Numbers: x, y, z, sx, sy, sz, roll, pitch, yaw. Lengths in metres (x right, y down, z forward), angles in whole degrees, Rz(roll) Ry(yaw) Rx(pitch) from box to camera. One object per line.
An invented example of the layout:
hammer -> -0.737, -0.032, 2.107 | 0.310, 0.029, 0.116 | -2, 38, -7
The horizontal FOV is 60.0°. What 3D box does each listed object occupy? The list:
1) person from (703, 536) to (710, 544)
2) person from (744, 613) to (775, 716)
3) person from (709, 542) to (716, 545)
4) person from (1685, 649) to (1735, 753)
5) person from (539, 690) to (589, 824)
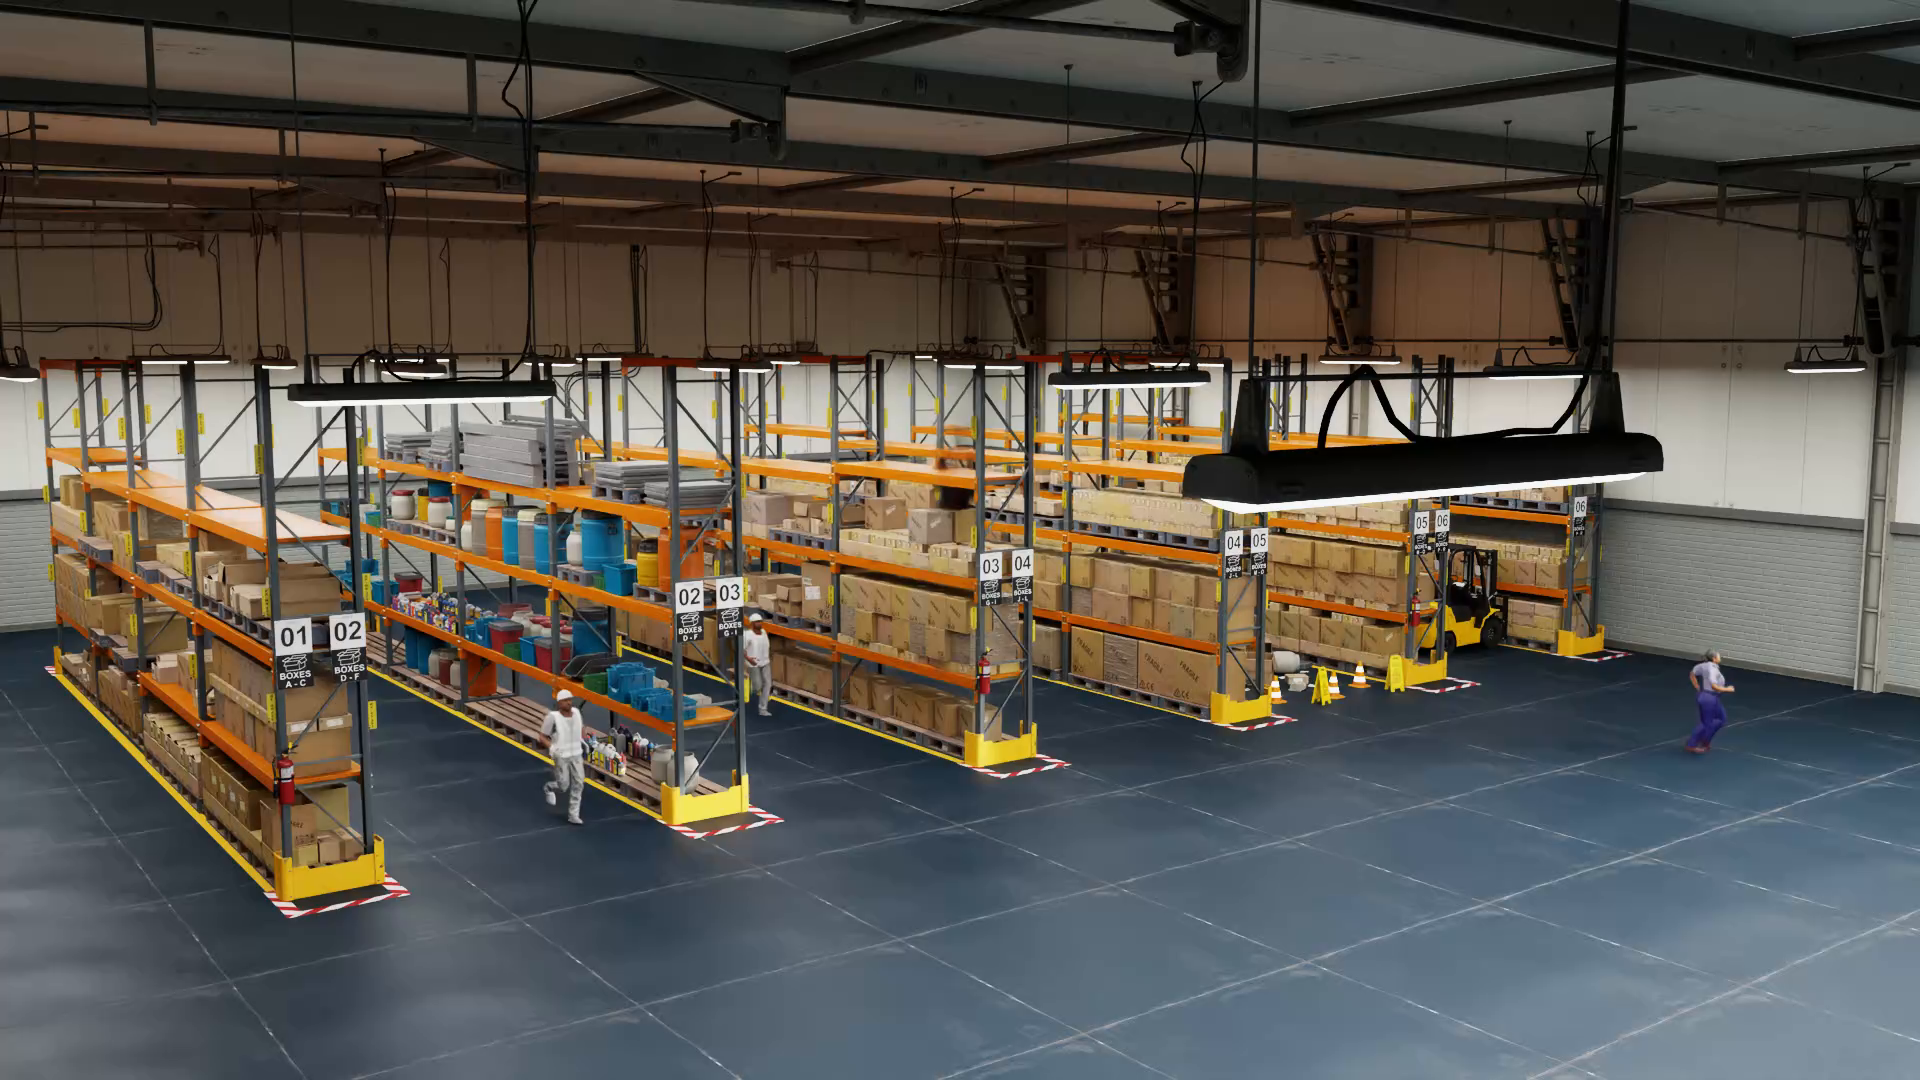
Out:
person -> -6.302, 0.651, 40.573 | 0.905, 1.642, 0.551 | 2, 7, 18
person -> -3.432, 2.102, 28.138 | 0.801, 1.739, 0.700 | 7, 9, 44
person -> -5.908, 0.848, 39.106 | 0.658, 1.583, 0.539 | -1, 7, -5
person -> 11.477, 2.482, 25.442 | 0.670, 1.657, 0.594 | 2, 7, 13
person -> -5.209, 2.844, 21.970 | 0.680, 1.760, 0.820 | -6, 9, -40
